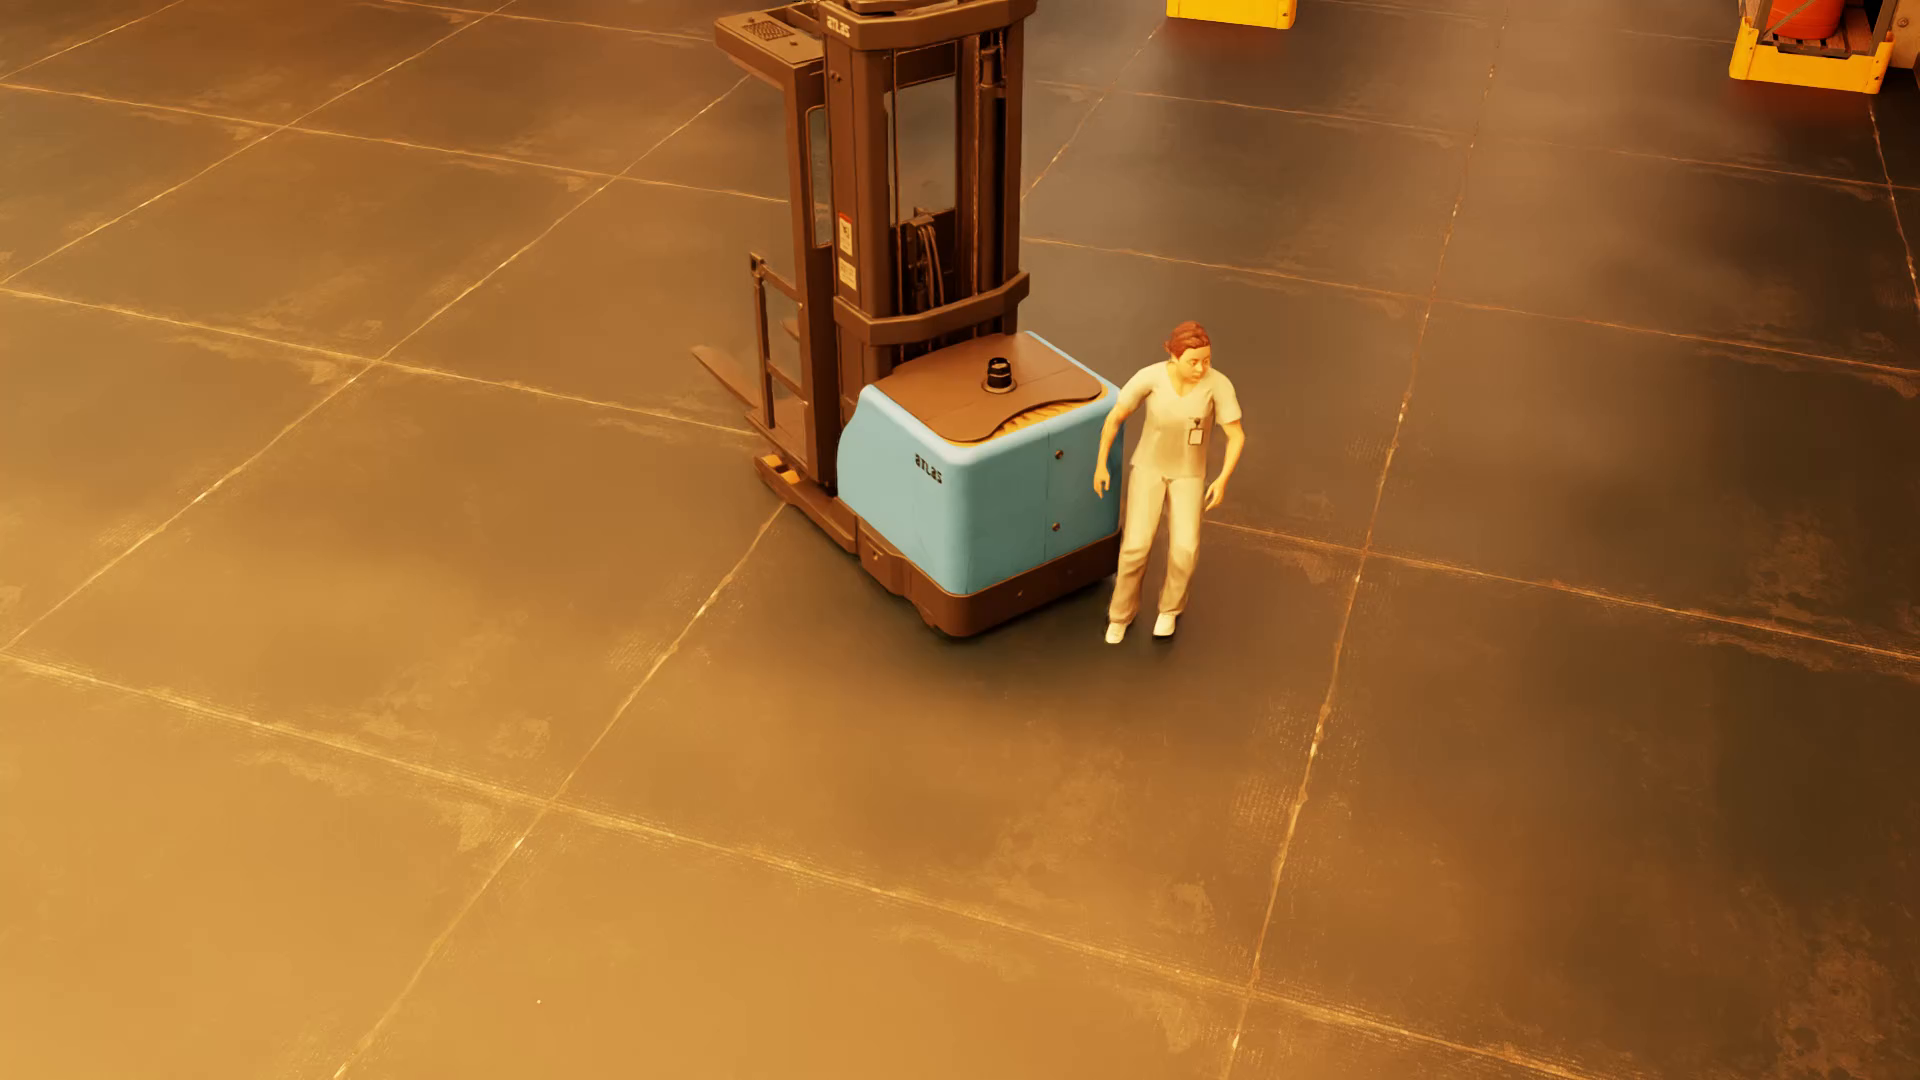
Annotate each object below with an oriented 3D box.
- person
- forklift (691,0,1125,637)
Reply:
[{"bbox_3d":[0.963,-0.252,7.742,0.680,1.578,0.618,1,35,1],"label":"person"},{"bbox_3d":[-0.458,-1.545,8.289,1.130,2.935,3.031,-22,41,-28],"label":"forklift"}]
